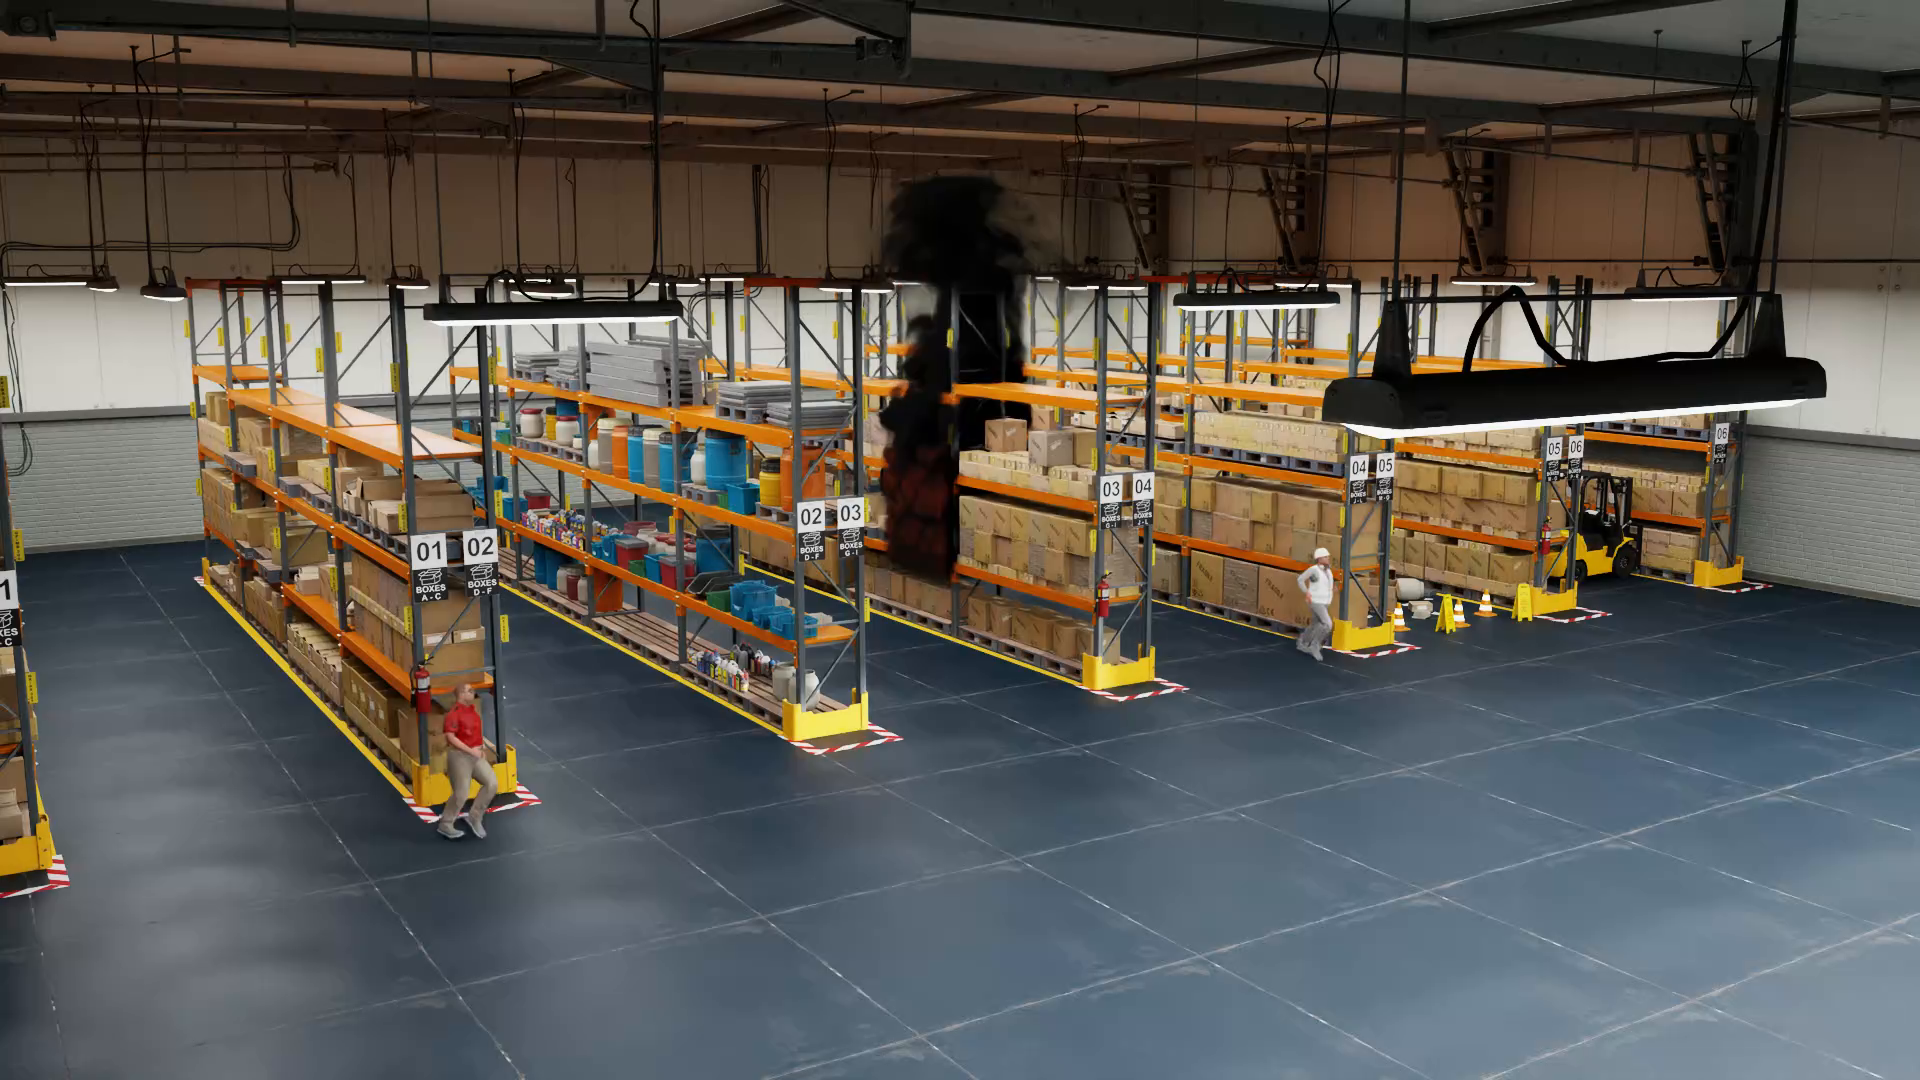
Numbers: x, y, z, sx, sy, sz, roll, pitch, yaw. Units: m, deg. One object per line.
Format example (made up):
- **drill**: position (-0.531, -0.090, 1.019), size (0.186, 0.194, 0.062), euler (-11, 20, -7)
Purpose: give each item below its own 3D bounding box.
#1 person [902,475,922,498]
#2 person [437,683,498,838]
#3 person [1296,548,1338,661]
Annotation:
- **person**: position (-0.900, -0.607, 36.347), size (0.700, 1.782, 0.912), euler (-5, 11, -26)
- **person**: position (-5.443, 2.443, 18.466), size (0.614, 1.729, 0.716), euler (2, 10, 14)
- **person**: position (5.749, 1.017, 26.711), size (0.713, 1.799, 0.636), euler (9, 13, 42)
